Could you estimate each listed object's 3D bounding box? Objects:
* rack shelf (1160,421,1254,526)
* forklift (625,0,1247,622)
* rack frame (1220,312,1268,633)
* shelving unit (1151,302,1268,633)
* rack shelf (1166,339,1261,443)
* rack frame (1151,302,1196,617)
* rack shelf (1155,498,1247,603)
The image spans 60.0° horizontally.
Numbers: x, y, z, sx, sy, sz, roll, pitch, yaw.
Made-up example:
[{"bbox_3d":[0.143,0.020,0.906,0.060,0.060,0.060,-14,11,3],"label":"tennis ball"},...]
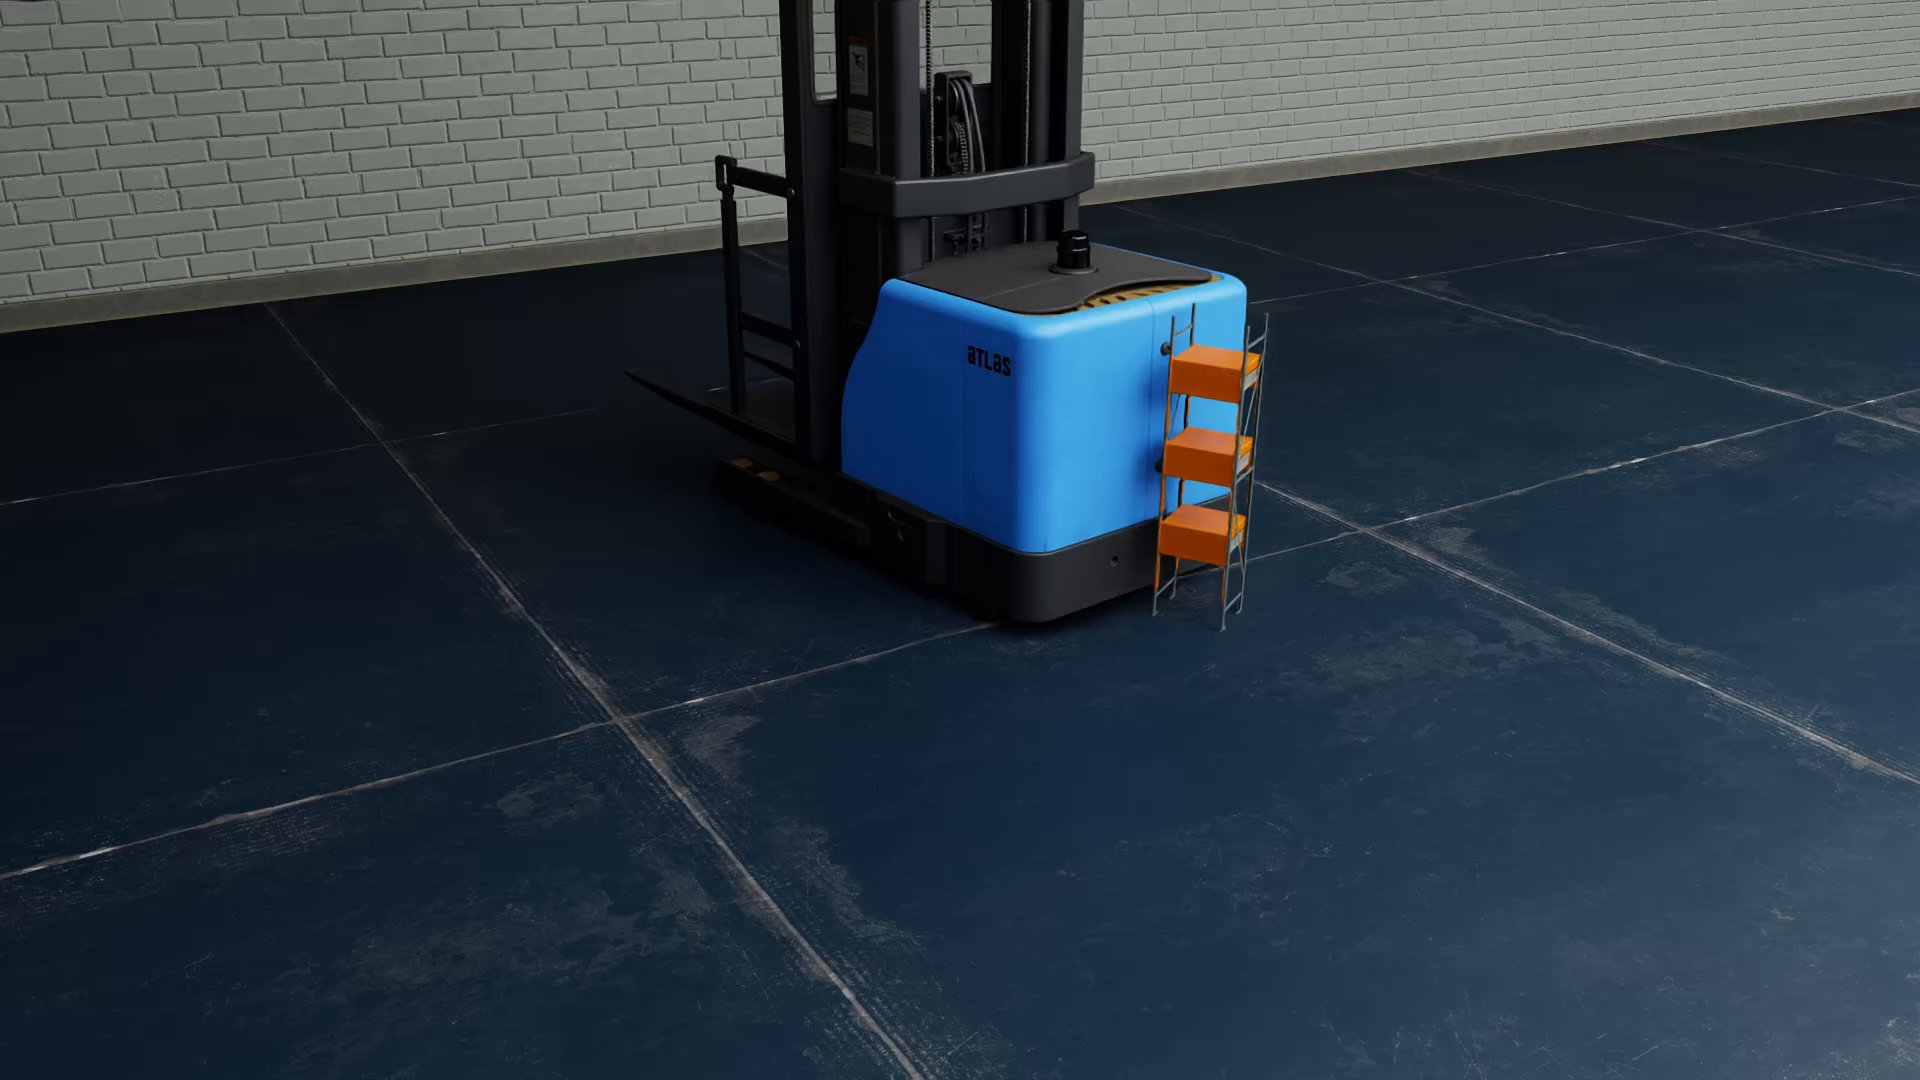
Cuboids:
[{"bbox_3d":[0.818,-0.223,5.487,0.240,0.259,0.215,12,25,25],"label":"rack shelf"},{"bbox_3d":[-0.324,-1.570,6.283,1.130,2.935,3.031,-17,28,-36],"label":"forklift"},{"bbox_3d":[0.926,-0.209,5.431,0.008,1.050,0.200,12,25,25],"label":"rack frame"},{"bbox_3d":[0.818,-0.233,5.483,0.252,1.050,0.215,12,25,25],"label":"shelving unit"},{"bbox_3d":[0.823,-0.485,5.378,0.240,0.259,0.215,12,25,25],"label":"rack shelf"},{"bbox_3d":[0.710,-0.256,5.535,0.008,1.050,0.200,12,25,25],"label":"rack frame"},{"bbox_3d":[0.813,0.034,5.594,0.240,0.259,0.215,12,25,25],"label":"rack shelf"}]
